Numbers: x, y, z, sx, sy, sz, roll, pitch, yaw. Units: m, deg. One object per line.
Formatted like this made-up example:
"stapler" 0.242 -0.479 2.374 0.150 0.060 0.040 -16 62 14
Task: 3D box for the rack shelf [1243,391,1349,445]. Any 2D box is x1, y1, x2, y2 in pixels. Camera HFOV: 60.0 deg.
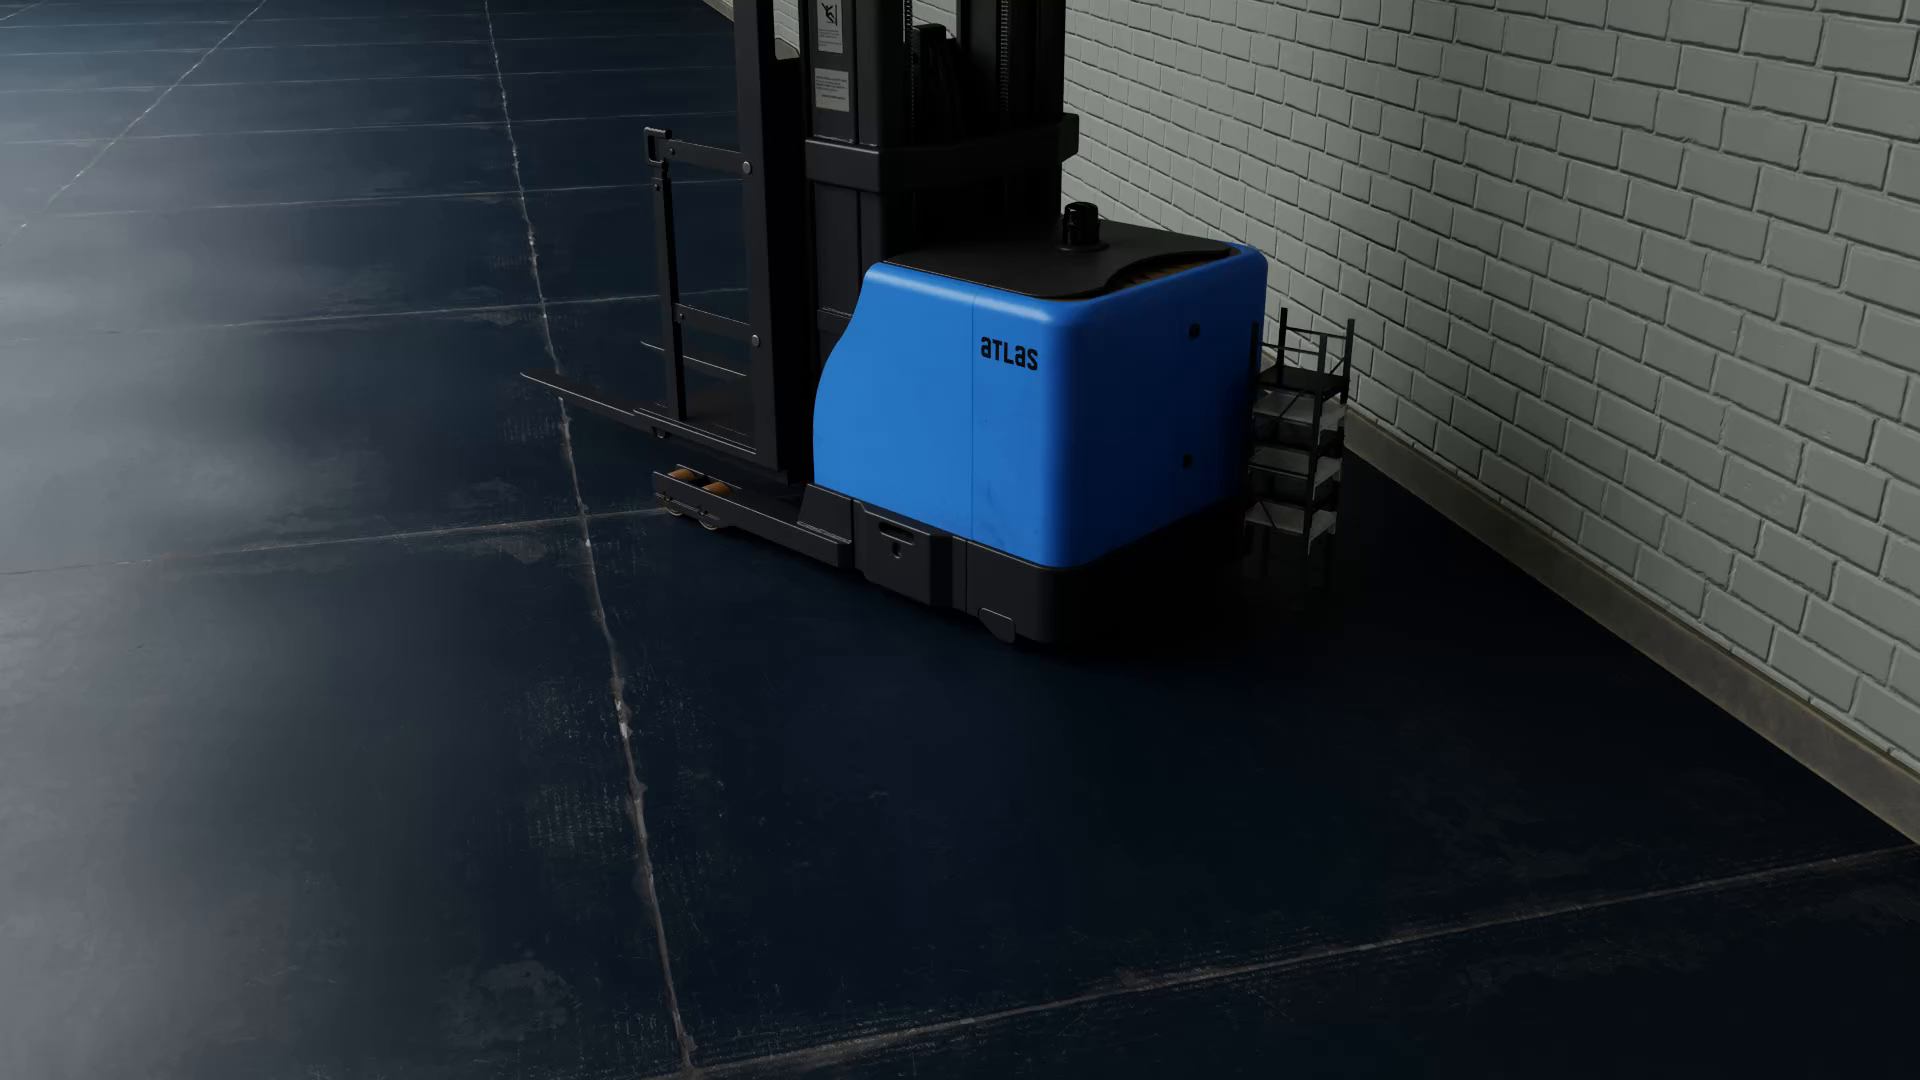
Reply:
"rack shelf" 1.035 -0.381 5.125 0.258 0.077 0.200 15 28 32

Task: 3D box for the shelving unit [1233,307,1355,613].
"shelving unit" 1.035 -0.246 5.183 0.258 0.900 0.210 15 28 32

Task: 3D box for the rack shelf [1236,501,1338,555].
"rack shelf" 1.035 -0.050 5.267 0.258 0.077 0.200 15 28 32

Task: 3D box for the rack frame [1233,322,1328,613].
"rack frame" 0.976 -0.214 5.107 0.240 0.900 0.006 15 28 32

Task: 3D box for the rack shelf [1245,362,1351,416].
"rack shelf" 1.035 -0.464 5.090 0.258 0.077 0.200 15 28 32

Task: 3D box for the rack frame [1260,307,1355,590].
"rack frame" 1.093 -0.279 5.260 0.240 0.900 0.006 15 28 32

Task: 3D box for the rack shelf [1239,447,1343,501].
"rack shelf" 1.035 -0.216 5.196 0.258 0.077 0.200 15 28 32

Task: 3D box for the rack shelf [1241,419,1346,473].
"rack shelf" 1.035 -0.299 5.161 0.258 0.077 0.200 15 28 32

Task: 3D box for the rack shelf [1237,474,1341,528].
"rack shelf" 1.035 -0.133 5.232 0.258 0.077 0.200 15 28 32

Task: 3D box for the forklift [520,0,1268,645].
"forklift" -0.457 -1.514 5.561 3.031 2.935 1.130 20 30 39
